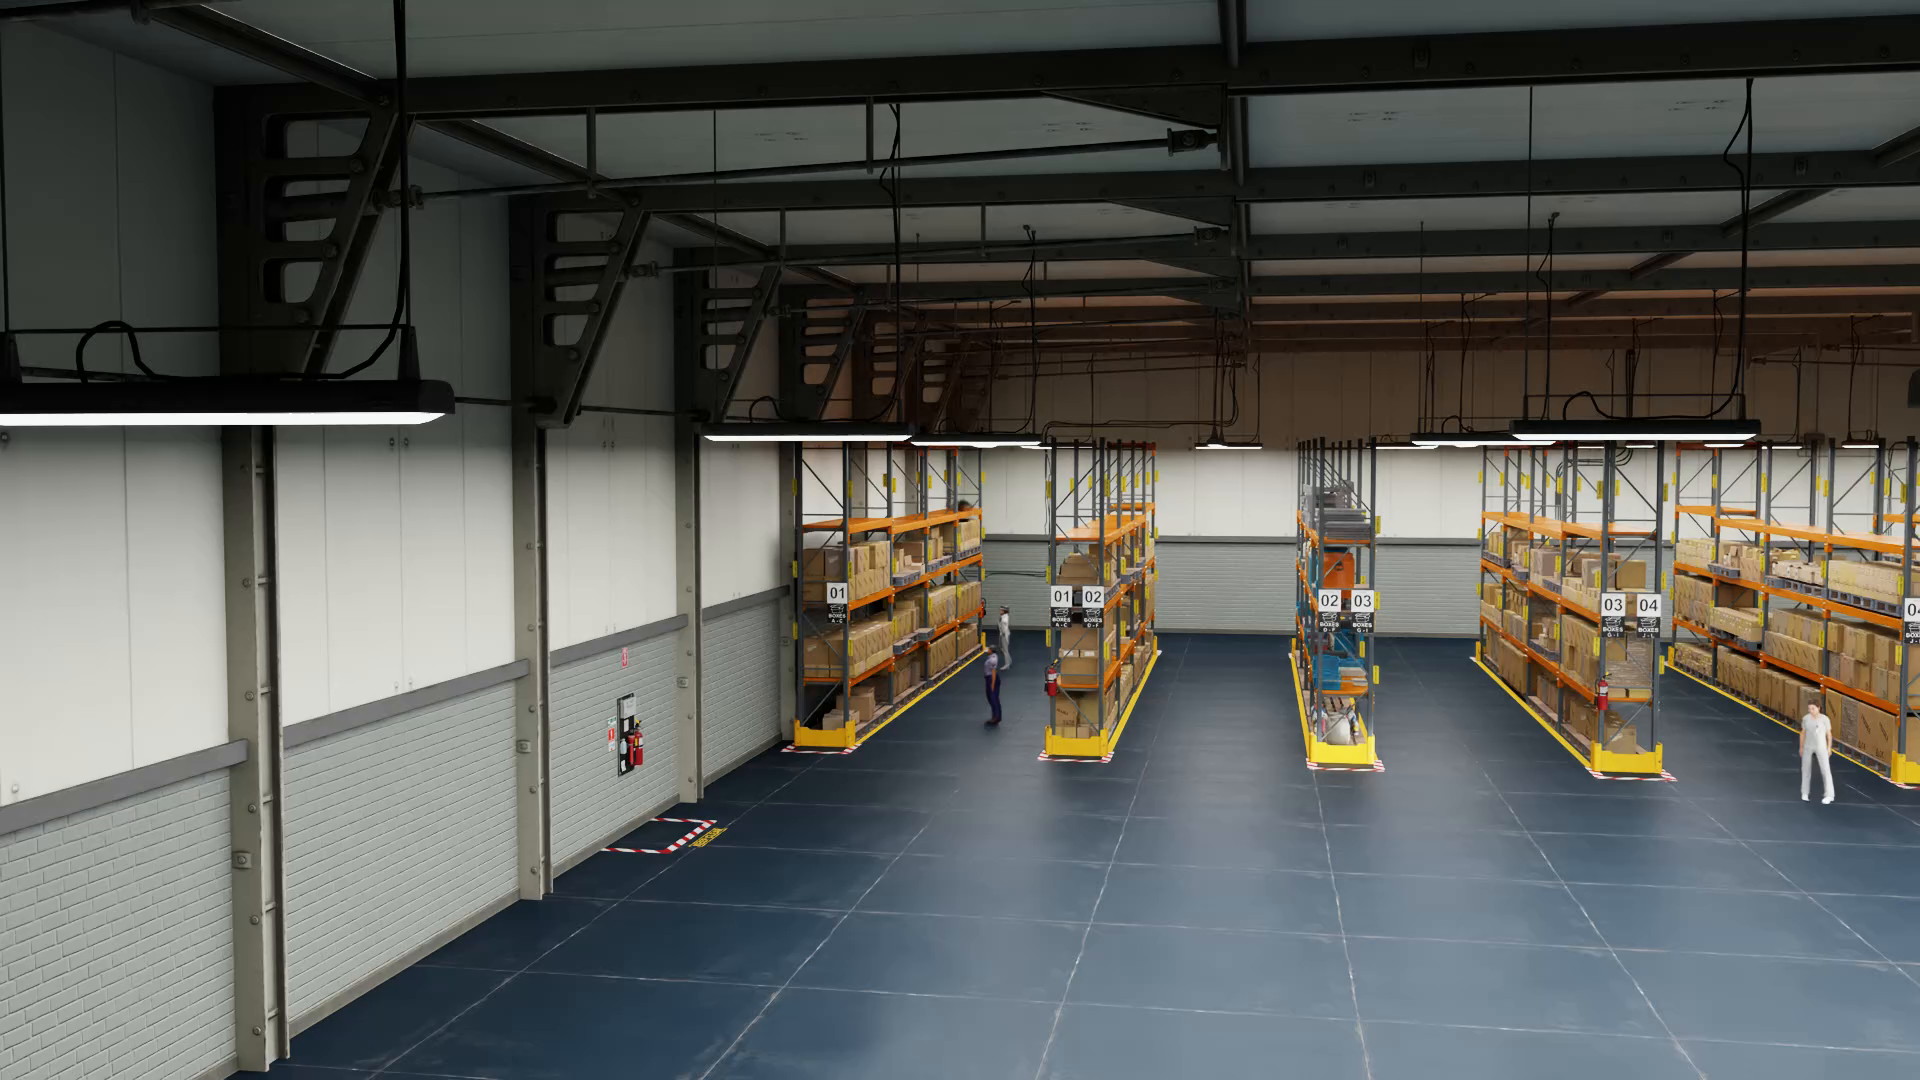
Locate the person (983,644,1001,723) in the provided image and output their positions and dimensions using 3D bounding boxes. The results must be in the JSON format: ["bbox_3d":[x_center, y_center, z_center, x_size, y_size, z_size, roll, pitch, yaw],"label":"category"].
[{"bbox_3d":[0.685,3.043,35.239,0.369,1.685,0.560,0,3,-4],"label":"person"}]

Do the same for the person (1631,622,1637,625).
[{"bbox_3d":[18.233,2.443,45.274,1.053,1.724,0.559,-3,4,-40],"label":"person"}]

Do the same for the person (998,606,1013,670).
[{"bbox_3d":[1.191,2.565,43.747,0.396,1.691,0.543,0,3,2],"label":"person"}]

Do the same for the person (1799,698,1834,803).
[{"bbox_3d":[14.040,3.437,27.258,0.390,1.675,0.542,-3,4,-44],"label":"person"}]
